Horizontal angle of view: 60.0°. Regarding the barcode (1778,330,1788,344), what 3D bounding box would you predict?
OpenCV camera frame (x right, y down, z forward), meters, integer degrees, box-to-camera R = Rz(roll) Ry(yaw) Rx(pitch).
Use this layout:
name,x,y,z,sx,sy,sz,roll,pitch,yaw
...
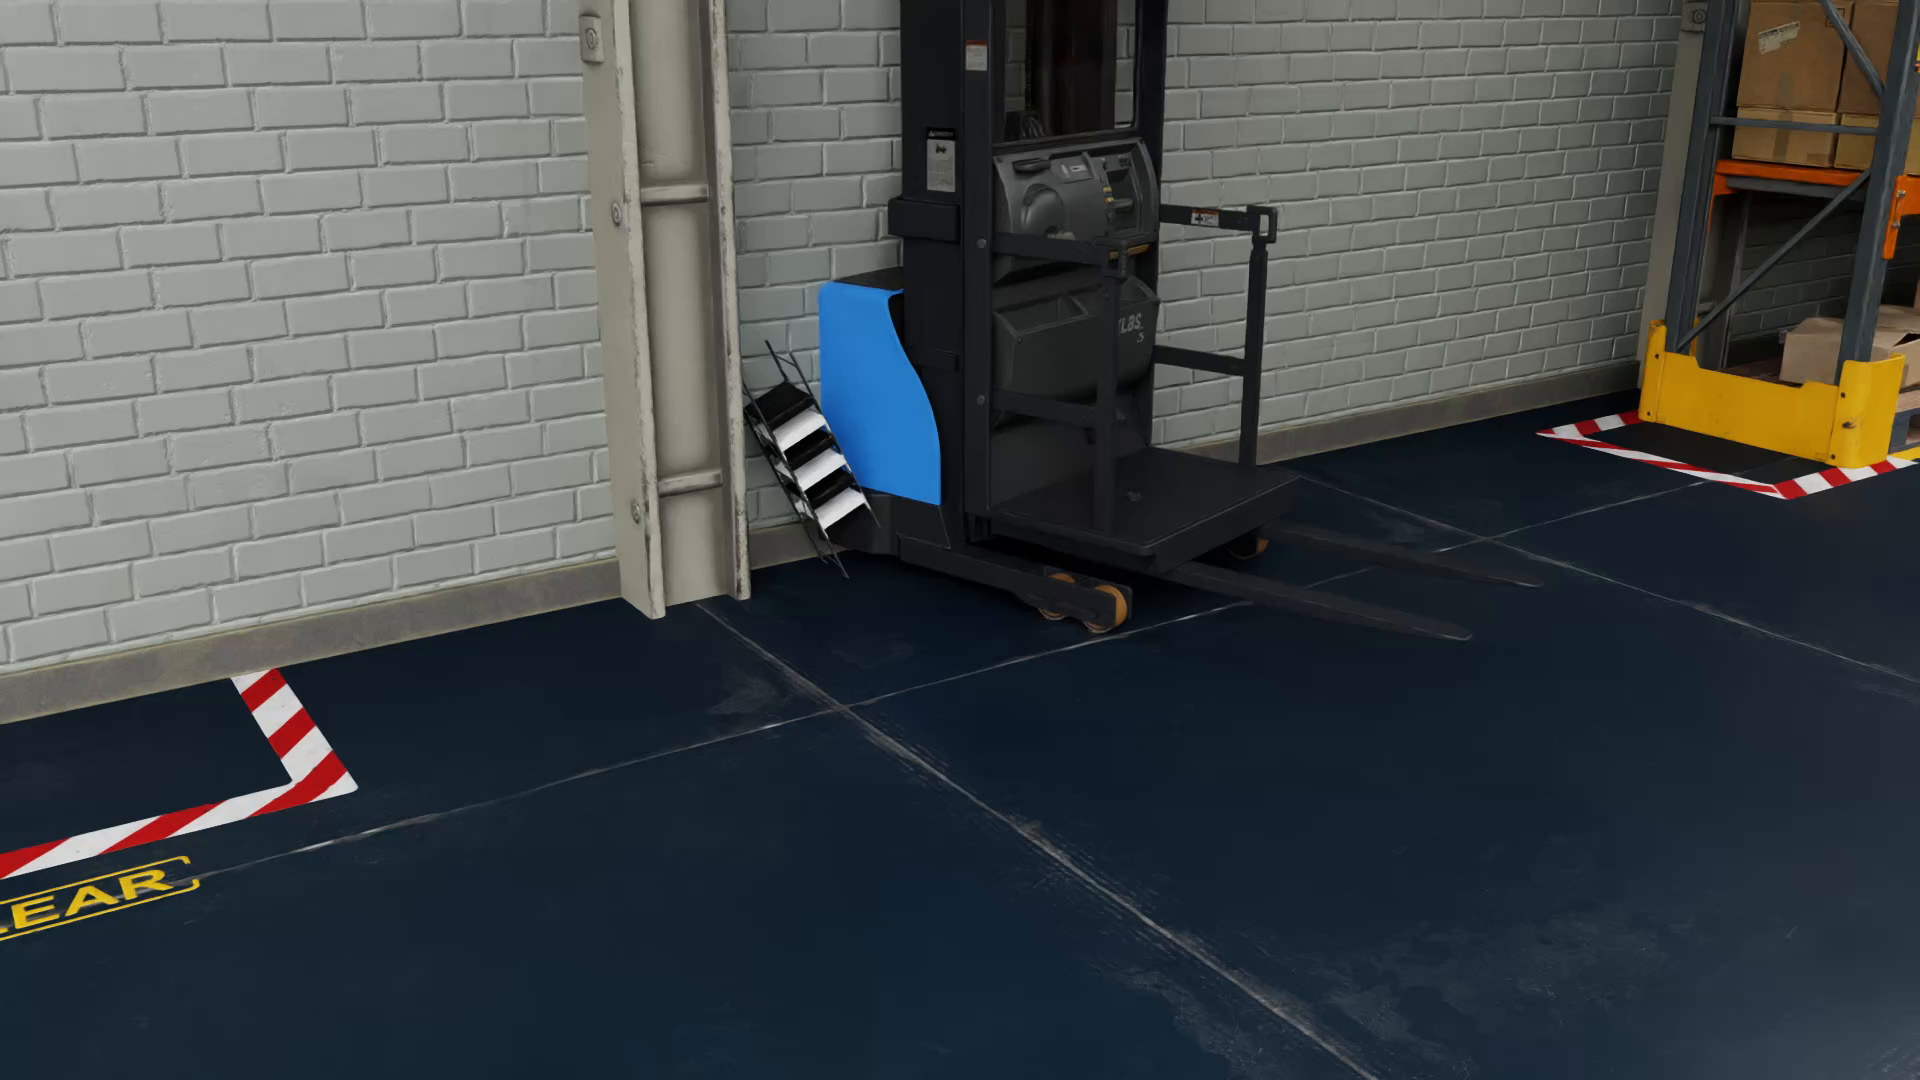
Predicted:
name,x,y,z,sx,sy,sz,roll,pitch,yaw
barcode,4.310,-1.064,8.706,0.075,0.075,0.001,-12,22,-31

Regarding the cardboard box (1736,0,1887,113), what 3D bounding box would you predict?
name,x,y,z,sx,sy,sz,roll,pitch,yaw
cardboard box,4.164,-2.351,8.047,0.500,0.500,0.500,-12,22,-32

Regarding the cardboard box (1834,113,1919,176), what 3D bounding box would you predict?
name,x,y,z,sx,sy,sz,roll,pitch,yaw
cardboard box,4.469,-1.857,7.756,0.500,0.250,0.500,-13,22,-33

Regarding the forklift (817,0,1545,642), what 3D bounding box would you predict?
name,x,y,z,sx,sy,sz,roll,pitch,yaw
forklift,0.595,-1.256,5.883,3.031,2.935,1.130,15,23,37

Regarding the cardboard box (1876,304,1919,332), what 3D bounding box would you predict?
name,x,y,z,sx,sy,sz,roll,pitch,yaw
cardboard box,4.991,-1.050,8.679,0.500,0.311,0.500,-10,21,-27

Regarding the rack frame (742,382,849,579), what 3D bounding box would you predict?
name,x,y,z,sx,sy,sz,roll,pitch,yaw
rack frame,-0.649,-0.237,6.181,0.006,0.900,0.240,-35,32,-16

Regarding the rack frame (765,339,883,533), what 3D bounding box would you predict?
name,x,y,z,sx,sy,sz,roll,pitch,yaw
rack frame,-0.489,-0.349,6.236,0.006,0.900,0.240,-35,32,-16

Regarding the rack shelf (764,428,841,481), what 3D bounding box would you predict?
name,x,y,z,sx,sy,sz,roll,pitch,yaw
rack shelf,-0.590,-0.337,6.180,0.200,0.077,0.258,-35,32,-16

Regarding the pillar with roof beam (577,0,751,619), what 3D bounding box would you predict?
name,x,y,z,sx,sy,sz,roll,pitch,yaw
pillar with roof beam,1.353,-2.905,1.288,0.400,9.000,9.100,-12,22,-31

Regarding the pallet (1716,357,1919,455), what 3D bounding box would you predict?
name,x,y,z,sx,sy,sz,roll,pitch,yaw
pallet,4.649,-0.743,8.614,1.213,0.211,1.003,-12,22,-31

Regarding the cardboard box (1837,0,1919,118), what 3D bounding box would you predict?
name,x,y,z,sx,sy,sz,roll,pitch,yaw
cardboard box,4.451,-2.215,7.644,0.500,0.500,0.500,-12,22,-31

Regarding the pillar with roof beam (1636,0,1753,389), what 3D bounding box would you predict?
name,x,y,z,sx,sy,sz,roll,pitch,yaw
pillar with roof beam,6.364,-3.962,4.414,0.400,9.000,9.100,-12,22,-31

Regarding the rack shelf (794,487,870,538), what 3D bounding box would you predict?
name,x,y,z,sx,sy,sz,roll,pitch,yaw
rack shelf,-0.490,-0.127,6.316,0.200,0.077,0.258,-35,32,-16

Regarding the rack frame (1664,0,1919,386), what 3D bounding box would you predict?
name,x,y,z,sx,sy,sz,roll,pitch,yaw
rack frame,3.887,-1.917,7.732,0.127,3.000,1.000,-12,22,-31

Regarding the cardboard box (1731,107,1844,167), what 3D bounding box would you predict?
name,x,y,z,sx,sy,sz,roll,pitch,yaw
cardboard box,4.171,-1.990,8.150,0.500,0.250,0.500,-12,22,-31

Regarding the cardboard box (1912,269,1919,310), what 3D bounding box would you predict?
name,x,y,z,sx,sy,sz,roll,pitch,yaw
cardboard box,5.631,-1.255,8.991,0.500,0.500,0.700,-14,23,-35

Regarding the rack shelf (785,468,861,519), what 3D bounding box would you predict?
name,x,y,z,sx,sy,sz,roll,pitch,yaw
rack shelf,-0.523,-0.197,6.270,0.200,0.077,0.258,-35,32,-16

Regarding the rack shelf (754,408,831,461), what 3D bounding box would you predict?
name,x,y,z,sx,sy,sz,roll,pitch,yaw
rack shelf,-0.624,-0.407,6.135,0.200,0.077,0.258,-35,32,-16

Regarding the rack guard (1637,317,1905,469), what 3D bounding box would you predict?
name,x,y,z,sx,sy,sz,roll,pitch,yaw
rack guard,3.951,-0.746,8.172,0.348,0.500,1.175,-12,22,-31

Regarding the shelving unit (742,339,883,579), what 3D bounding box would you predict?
name,x,y,z,sx,sy,sz,roll,pitch,yaw
shelving unit,-0.569,-0.293,6.208,0.210,0.900,0.258,-35,32,-16

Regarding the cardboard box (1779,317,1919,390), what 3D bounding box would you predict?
name,x,y,z,sx,sy,sz,roll,pitch,yaw
cardboard box,4.515,-0.950,8.382,0.500,0.311,0.500,-15,24,-37

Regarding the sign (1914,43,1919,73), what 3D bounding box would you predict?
name,x,y,z,sx,sy,sz,roll,pitch,yaw
sign,4.186,-2.182,7.164,0.005,0.325,0.100,-12,22,-31

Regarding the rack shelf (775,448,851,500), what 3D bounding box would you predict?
name,x,y,z,sx,sy,sz,roll,pitch,yaw
rack shelf,-0.557,-0.267,6.225,0.200,0.077,0.258,-35,32,-16

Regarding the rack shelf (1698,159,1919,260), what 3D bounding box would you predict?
name,x,y,z,sx,sy,sz,roll,pitch,yaw
rack shelf,5.558,-1.929,8.889,4.000,0.370,1.077,-12,22,-31

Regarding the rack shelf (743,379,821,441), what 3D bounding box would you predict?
name,x,y,z,sx,sy,sz,roll,pitch,yaw
rack shelf,-0.658,-0.478,6.089,0.200,0.077,0.258,-35,32,-16
